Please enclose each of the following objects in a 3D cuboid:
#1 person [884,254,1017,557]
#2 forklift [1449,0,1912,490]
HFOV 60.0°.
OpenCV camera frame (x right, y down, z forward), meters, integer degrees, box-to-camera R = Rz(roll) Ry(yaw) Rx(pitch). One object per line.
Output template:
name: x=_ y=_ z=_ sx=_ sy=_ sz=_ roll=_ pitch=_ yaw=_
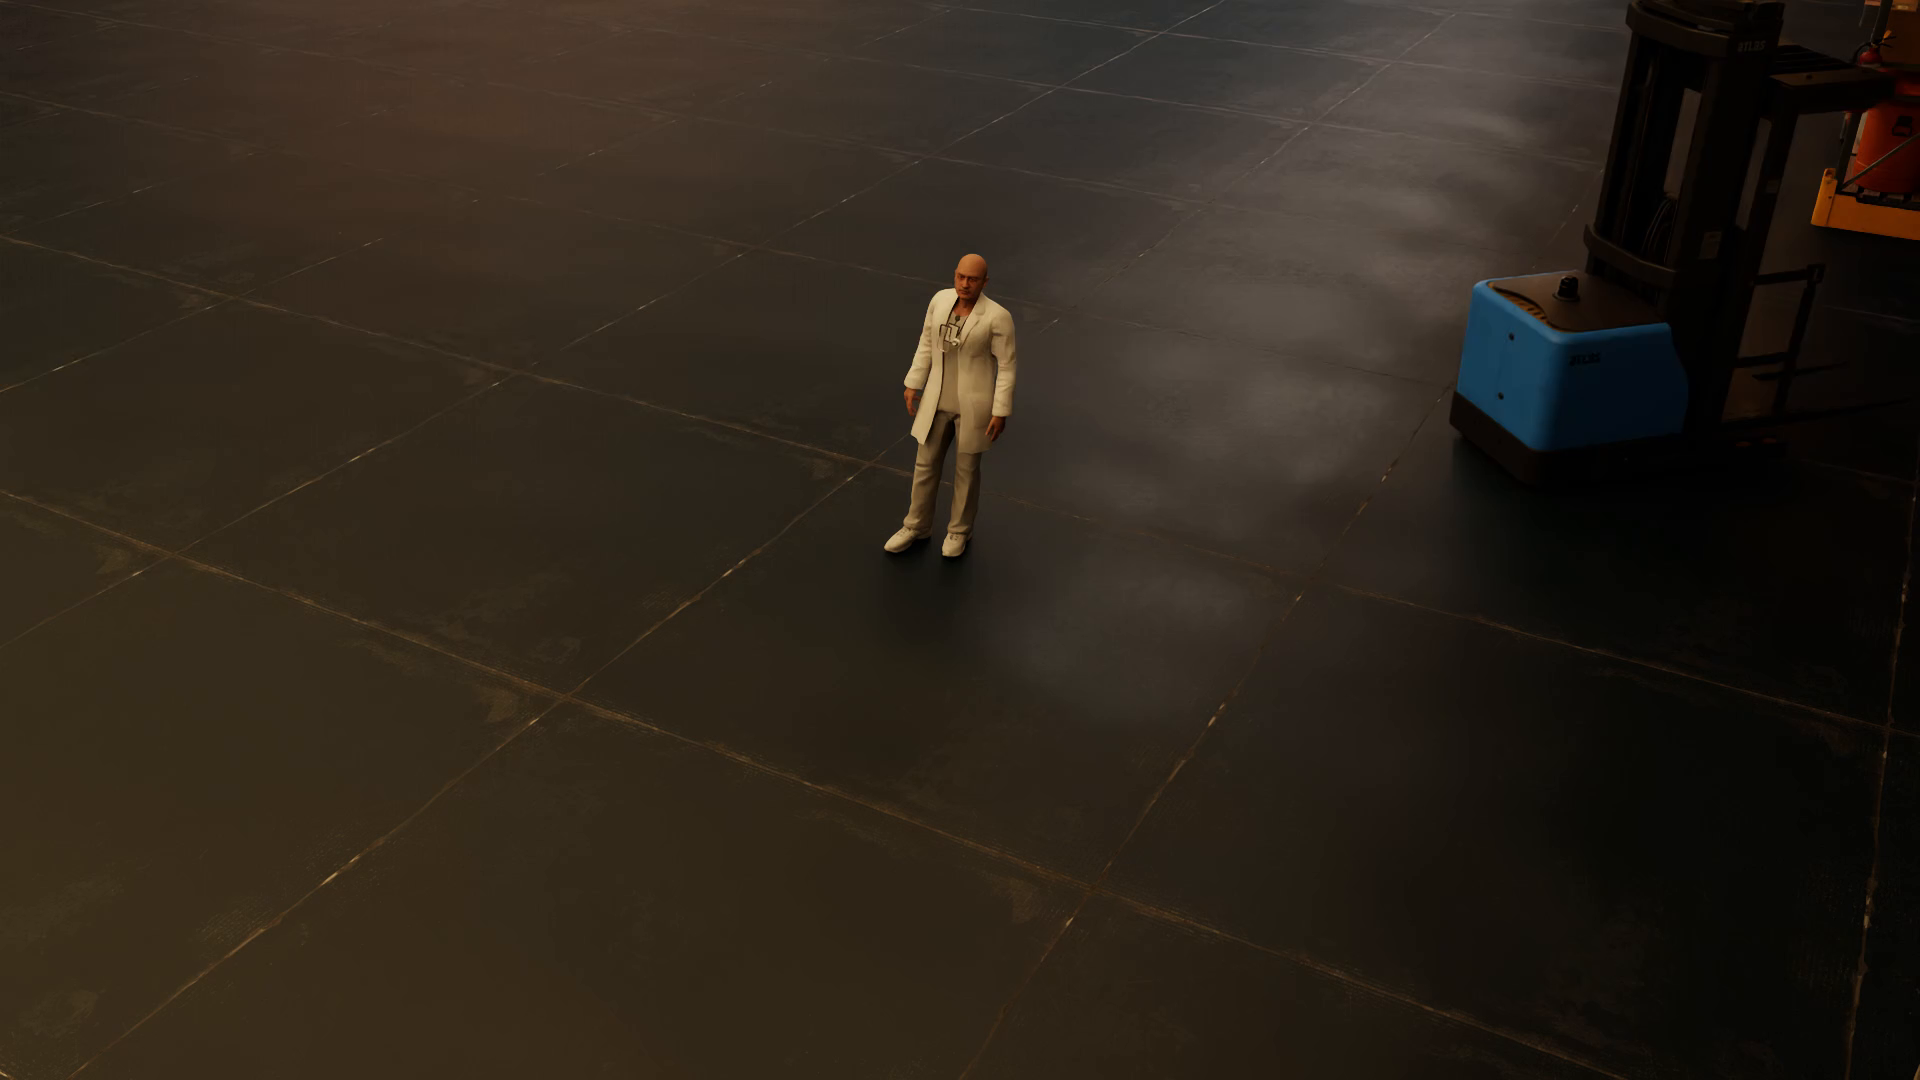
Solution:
person: x=-0.048 y=-0.737 z=9.487 sx=0.698 sy=1.777 sz=0.578 roll=15 pitch=33 yaw=25
forklift: x=4.880 y=-1.990 z=10.518 sx=3.031 sy=2.935 sz=1.130 roll=-8 pitch=31 yaw=-14
